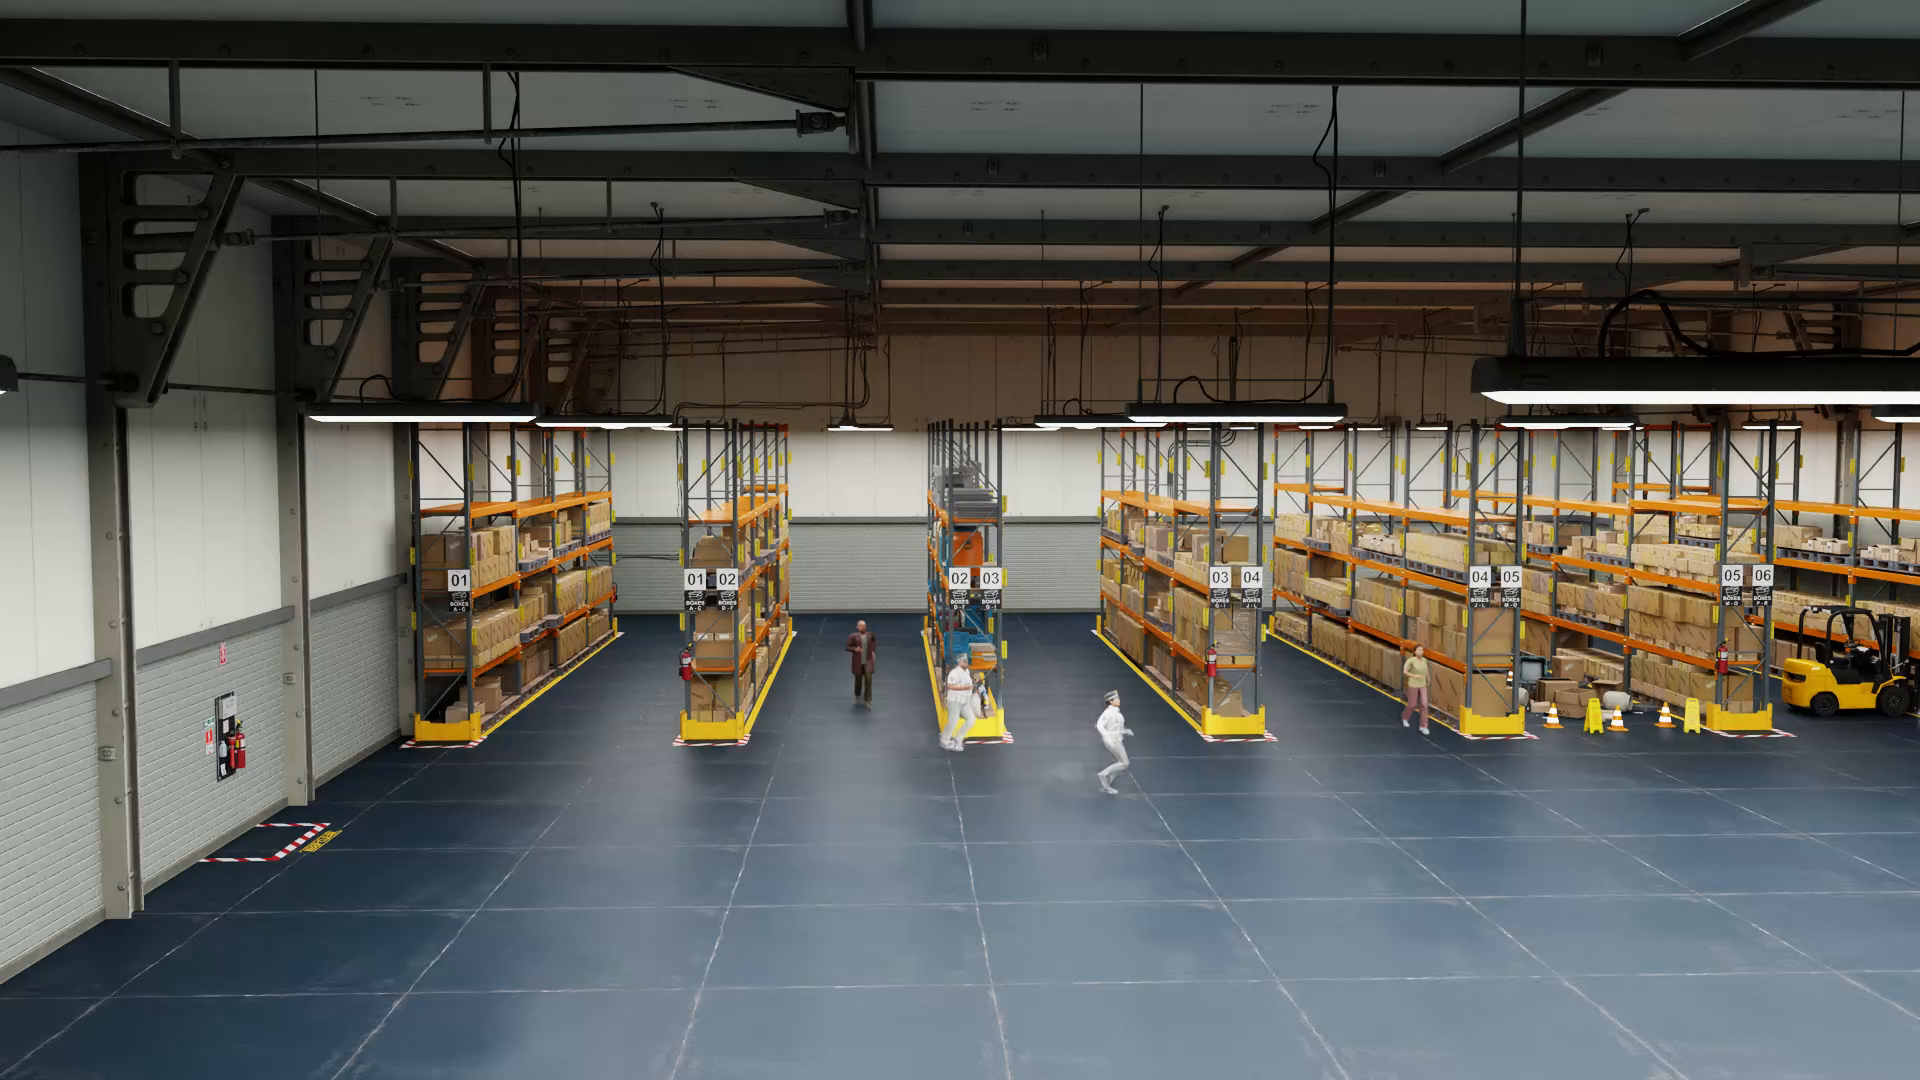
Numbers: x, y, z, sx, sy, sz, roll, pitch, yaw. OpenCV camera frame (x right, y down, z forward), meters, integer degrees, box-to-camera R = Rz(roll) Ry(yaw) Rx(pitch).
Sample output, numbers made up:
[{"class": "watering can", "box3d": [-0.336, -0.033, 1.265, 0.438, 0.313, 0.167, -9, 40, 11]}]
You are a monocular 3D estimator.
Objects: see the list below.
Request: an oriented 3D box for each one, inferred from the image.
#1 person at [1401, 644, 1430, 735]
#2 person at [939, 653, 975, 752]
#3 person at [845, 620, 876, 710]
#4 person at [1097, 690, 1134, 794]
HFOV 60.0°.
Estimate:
[{"class": "person", "box3d": [8.776, 2.838, 31.957, 0.594, 1.699, 0.851, -1, 4, -14]}, {"class": "person", "box3d": [0.029, 2.940, 30.029, 0.717, 1.820, 0.661, 3, 5, 42]}, {"class": "person", "box3d": [-2.068, 2.632, 34.821, 0.696, 1.740, 0.950, -1, 4, -11]}, {"class": "person", "box3d": [2.485, 3.204, 26.400, 0.535, 1.659, 0.605, 1, 4, 17]}]
